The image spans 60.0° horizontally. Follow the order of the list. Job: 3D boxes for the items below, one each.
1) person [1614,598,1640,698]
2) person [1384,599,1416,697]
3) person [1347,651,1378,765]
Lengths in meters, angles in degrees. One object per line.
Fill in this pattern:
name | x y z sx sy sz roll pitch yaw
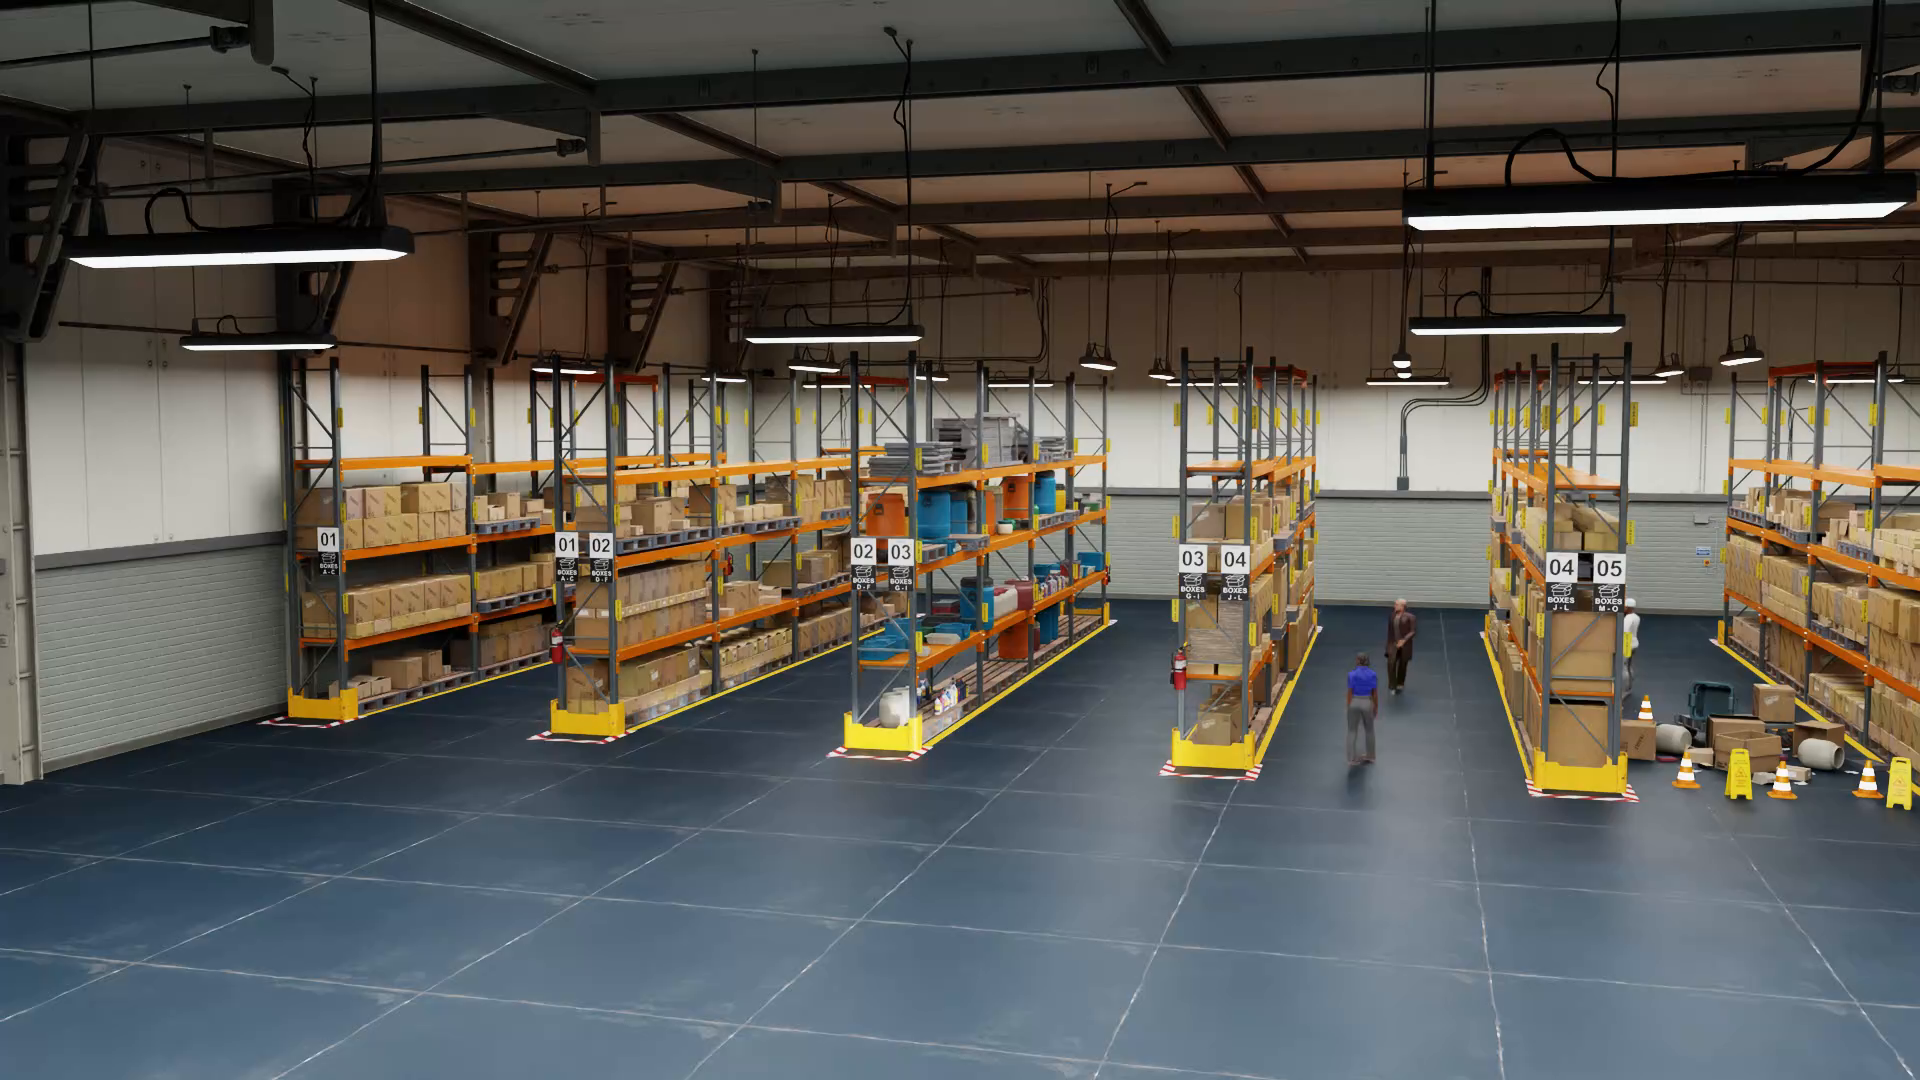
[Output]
person | 11.933 1.931 29.908 0.619 1.776 0.516 -3 5 -37
person | 7.992 1.961 30.157 0.552 1.814 0.936 1 4 18
person | 5.837 2.423 24.087 0.431 1.639 0.559 1 4 16
